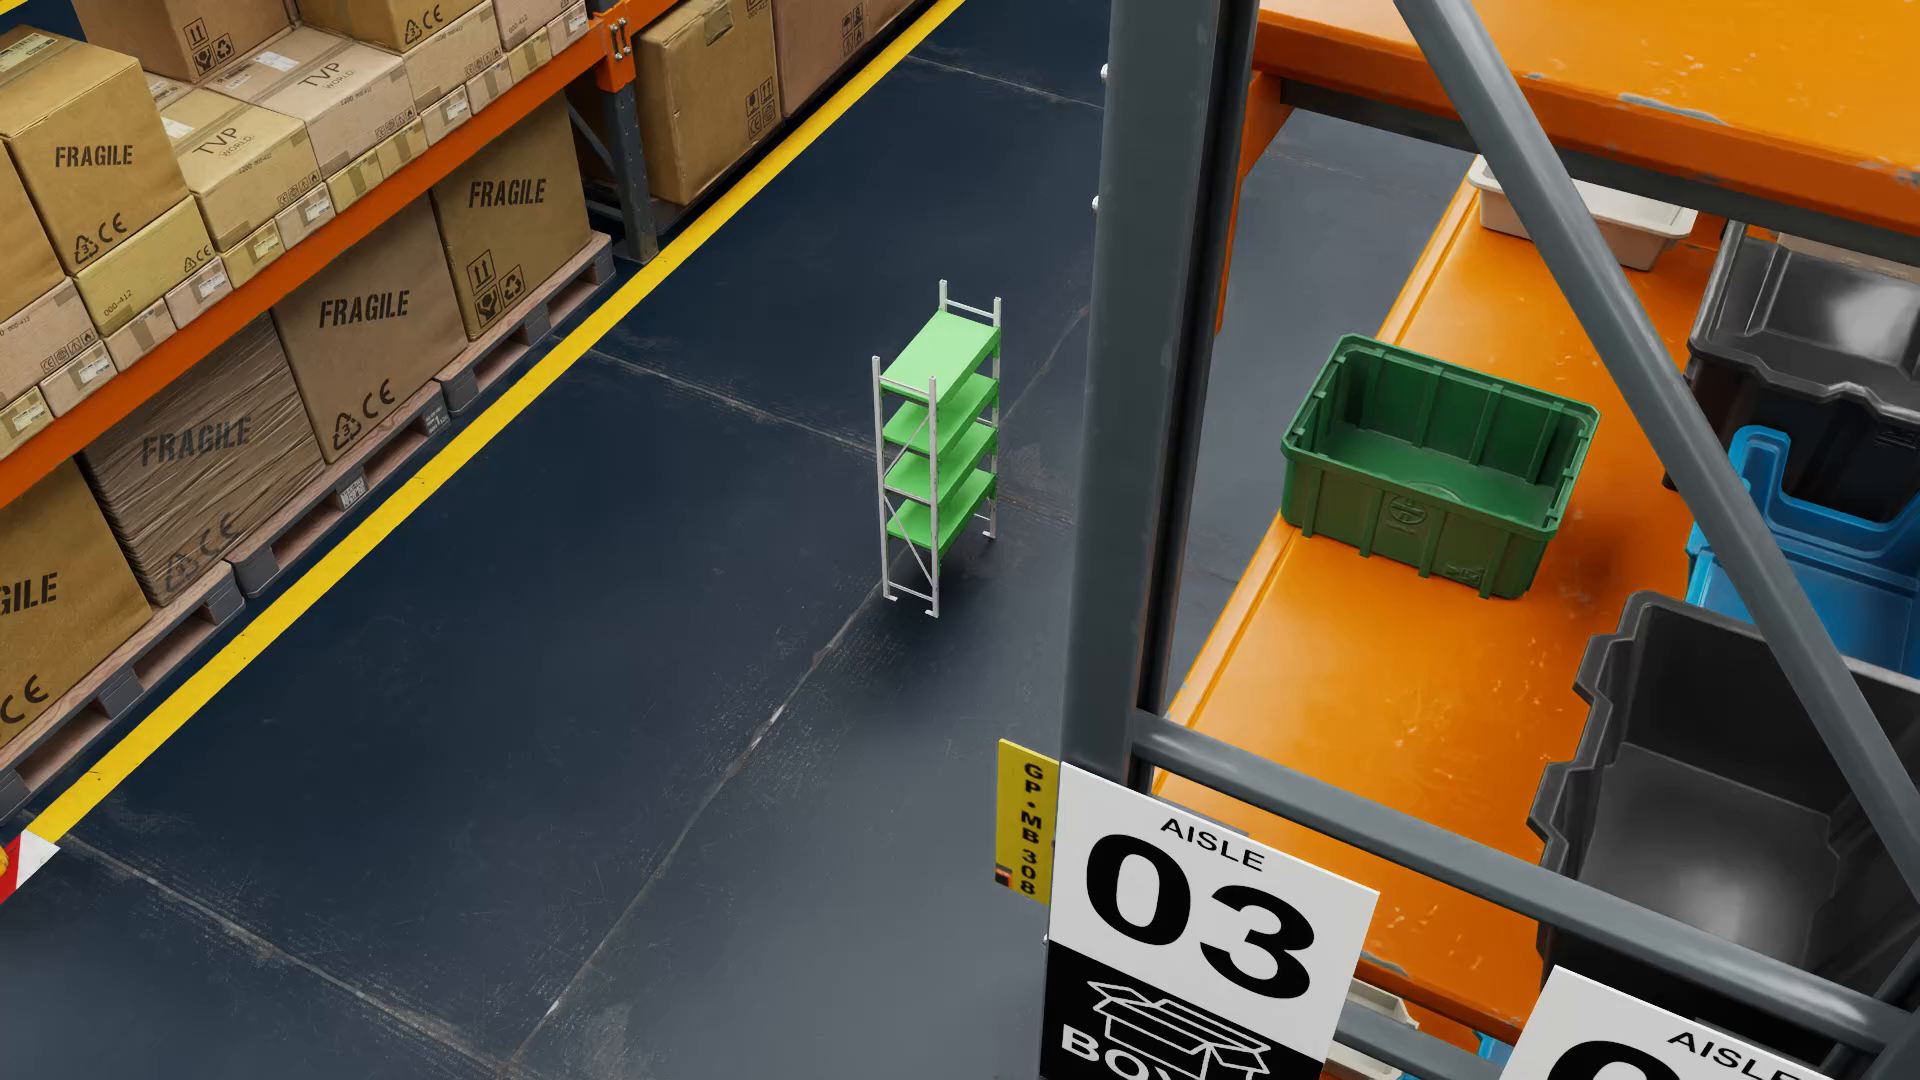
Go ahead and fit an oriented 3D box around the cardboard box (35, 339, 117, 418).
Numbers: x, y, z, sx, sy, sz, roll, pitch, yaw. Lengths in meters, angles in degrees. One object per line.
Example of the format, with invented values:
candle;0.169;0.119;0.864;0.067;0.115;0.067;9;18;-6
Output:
cardboard box;-2.984;-0.576;5.387;0.380;0.149;0.250;20;49;18

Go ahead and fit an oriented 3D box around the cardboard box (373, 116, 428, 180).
cardboard box;-2.269;-1.544;6.344;0.380;0.149;0.250;21;49;20

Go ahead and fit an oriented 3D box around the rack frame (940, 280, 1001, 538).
rack frame;0.036;-0.471;6.372;0.240;1.200;0.015;20;49;19

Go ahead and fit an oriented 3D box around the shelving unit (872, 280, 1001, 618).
shelving unit;-0.077;-0.317;6.220;0.258;1.200;0.503;20;49;19

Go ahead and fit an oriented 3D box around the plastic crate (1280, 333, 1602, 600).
plastic crate;0.795;-0.121;2.801;0.450;0.188;0.336;20;49;19

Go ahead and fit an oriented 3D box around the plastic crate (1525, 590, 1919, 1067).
plastic crate;1.015;0.415;2.214;0.497;0.269;0.590;20;49;19

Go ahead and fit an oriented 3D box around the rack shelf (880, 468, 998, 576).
rack shelf;-0.077;-0.104;6.436;0.258;0.148;0.480;20;49;19

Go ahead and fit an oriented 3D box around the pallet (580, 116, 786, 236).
pallet;-1.649;-2.112;8.689;1.003;0.211;1.213;20;49;19

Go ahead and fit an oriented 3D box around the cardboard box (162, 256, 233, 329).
cardboard box;-2.746;-0.898;5.705;0.380;0.149;0.250;20;49;19

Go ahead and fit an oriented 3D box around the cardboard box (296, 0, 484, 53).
cardboard box;-2.153;-2.204;6.189;0.500;0.500;0.500;21;49;19

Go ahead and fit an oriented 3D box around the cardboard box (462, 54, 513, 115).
cardboard box;-2.031;-1.869;6.664;0.380;0.149;0.250;20;49;18

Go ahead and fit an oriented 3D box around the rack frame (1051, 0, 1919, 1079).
rack frame;0.590;-0.535;0.951;1.000;3.000;0.127;20;49;19

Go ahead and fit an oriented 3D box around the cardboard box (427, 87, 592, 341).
cardboard box;-2.318;-1.592;7.413;0.875;0.875;0.875;20;49;19

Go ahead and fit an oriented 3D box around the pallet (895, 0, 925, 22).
pallet;-0.516;-3.649;10.208;1.003;0.211;1.213;20;49;19

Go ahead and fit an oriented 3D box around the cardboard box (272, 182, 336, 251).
cardboard box;-2.507;-1.223;6.026;0.380;0.149;0.250;21;49;20

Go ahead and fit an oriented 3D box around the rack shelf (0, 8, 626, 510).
rack shelf;-2.869;-1.068;6.203;1.077;0.370;4.000;20;49;19

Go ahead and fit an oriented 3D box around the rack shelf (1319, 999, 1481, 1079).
rack shelf;1.518;0.567;4.586;1.077;0.370;4.000;20;49;19

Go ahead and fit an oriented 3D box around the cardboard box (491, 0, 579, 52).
cardboard box;-1.913;-2.268;6.779;0.500;0.250;0.500;20;49;18

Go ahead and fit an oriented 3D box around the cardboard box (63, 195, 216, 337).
cardboard box;-2.864;-0.971;5.497;0.500;0.250;0.500;19;48;18

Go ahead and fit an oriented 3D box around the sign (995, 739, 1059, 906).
sign;0.095;0.385;2.225;0.100;0.325;0.005;20;49;19

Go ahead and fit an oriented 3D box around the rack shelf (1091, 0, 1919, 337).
rack shelf;1.518;-1.401;2.595;1.077;0.370;4.000;20;49;19

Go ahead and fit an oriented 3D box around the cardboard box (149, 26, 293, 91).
cardboard box;-2.861;-1.783;6.300;0.500;0.250;0.500;22;49;20

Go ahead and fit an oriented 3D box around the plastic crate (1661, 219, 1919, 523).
plastic crate;1.542;-0.330;2.902;0.504;0.338;0.767;20;49;19

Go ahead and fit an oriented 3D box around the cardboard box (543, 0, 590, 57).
cardboard box;-1.792;-2.192;6.984;0.380;0.149;0.250;21;49;19

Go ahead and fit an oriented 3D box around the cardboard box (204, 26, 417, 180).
cardboard box;-2.388;-1.620;6.138;0.500;0.250;0.500;21;49;20

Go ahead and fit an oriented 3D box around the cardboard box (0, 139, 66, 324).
cardboard box;-3.103;-0.905;4.904;0.500;0.500;0.500;19;48;18

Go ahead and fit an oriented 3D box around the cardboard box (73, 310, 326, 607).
cardboard box;-3.149;-0.465;6.299;0.875;0.875;0.875;20;49;19

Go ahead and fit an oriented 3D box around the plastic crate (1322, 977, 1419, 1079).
plastic crate;0.808;1.072;3.724;0.396;0.136;0.243;20;49;19

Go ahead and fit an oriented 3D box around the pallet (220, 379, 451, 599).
pallet;-2.928;-0.376;6.973;1.003;0.211;1.213;20;49;19

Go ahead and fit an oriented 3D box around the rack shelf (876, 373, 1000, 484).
rack shelf;-0.077;-0.441;6.095;0.258;0.148;0.480;20;49;19

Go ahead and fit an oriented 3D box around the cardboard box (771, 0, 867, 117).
cardboard box;-1.247;-2.955;8.760;1.225;0.875;0.875;19;48;18

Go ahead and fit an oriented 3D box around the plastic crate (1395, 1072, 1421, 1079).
plastic crate;0.580;1.268;3.321;0.616;0.435;0.499;20;49;19

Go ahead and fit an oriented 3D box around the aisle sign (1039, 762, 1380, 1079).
aisle sign;0.297;0.609;2.211;0.394;0.787;0.004;20;49;19

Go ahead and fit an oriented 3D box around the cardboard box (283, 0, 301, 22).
cardboard box;-2.625;-2.371;6.354;0.500;0.500;0.500;20;49;19
